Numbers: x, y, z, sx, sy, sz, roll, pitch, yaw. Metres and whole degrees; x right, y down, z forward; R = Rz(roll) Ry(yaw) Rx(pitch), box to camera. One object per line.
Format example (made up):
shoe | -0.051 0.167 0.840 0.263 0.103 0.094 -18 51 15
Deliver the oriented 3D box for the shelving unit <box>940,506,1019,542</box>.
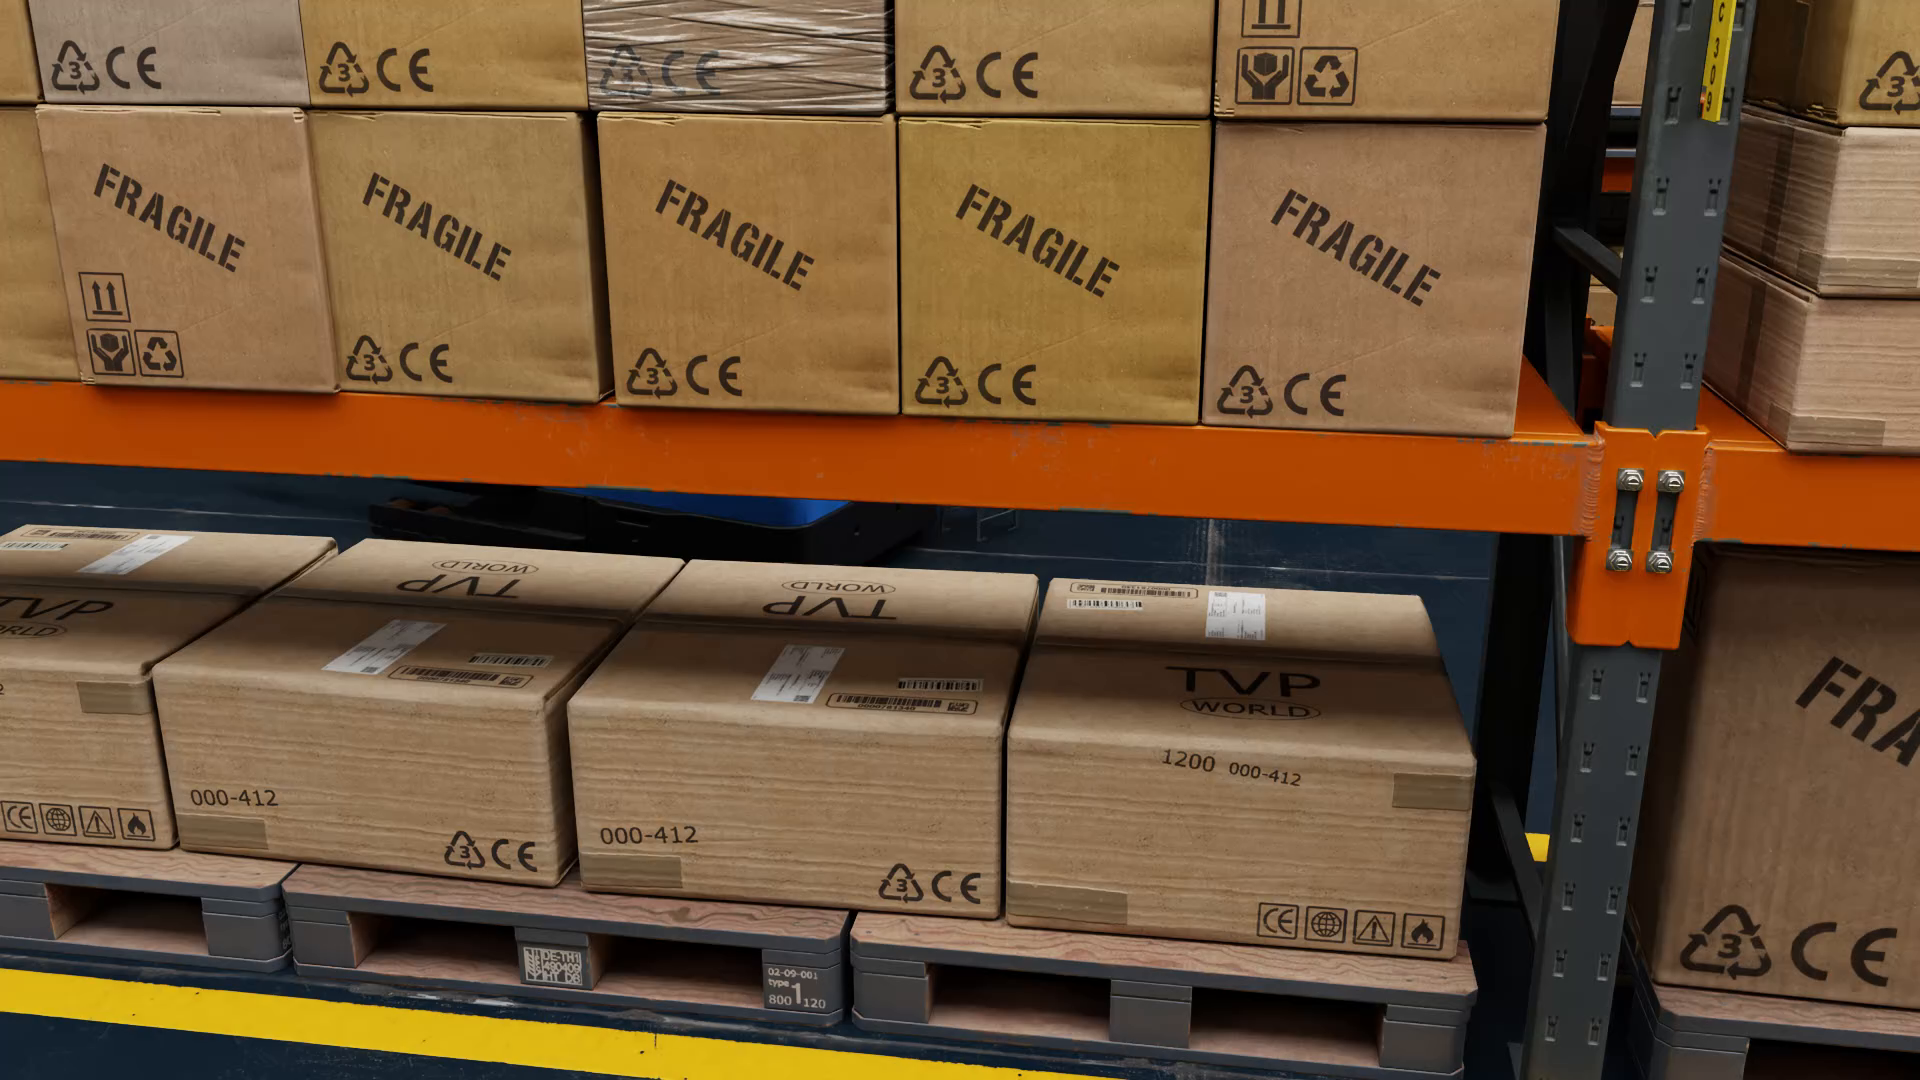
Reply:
shelving unit | 0.076 -0.609 6.231 0.189 1.200 0.258 16 25 40

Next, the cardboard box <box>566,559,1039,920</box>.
cardboard box | -0.298 0.407 3.736 0.875 0.438 0.875 2 19 7

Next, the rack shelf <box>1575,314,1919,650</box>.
rack shelf | 3.163 -0.057 2.880 4.000 0.370 1.077 3 19 9

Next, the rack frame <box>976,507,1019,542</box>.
rack frame | 0.143 -0.589 6.172 0.006 1.200 0.240 16 25 40

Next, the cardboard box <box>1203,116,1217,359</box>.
cardboard box | 0.767 -0.652 3.367 0.500 0.500 0.500 4 19 10

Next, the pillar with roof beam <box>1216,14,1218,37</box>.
pillar with roof beam | 0.745 -3.868 3.681 0.400 9.000 9.100 3 19 9

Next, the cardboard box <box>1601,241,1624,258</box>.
cardboard box | 3.098 -1.266 7.614 0.250 0.149 0.380 3 19 8

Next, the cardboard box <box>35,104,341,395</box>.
cardboard box | -1.329 -0.586 3.169 0.500 0.500 0.500 3 19 8

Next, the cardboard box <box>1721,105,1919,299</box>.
cardboard box | 1.578 -0.554 2.681 0.500 0.250 0.500 2 19 7

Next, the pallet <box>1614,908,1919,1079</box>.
pallet | 1.963 0.839 3.464 1.213 0.211 1.003 3 19 9

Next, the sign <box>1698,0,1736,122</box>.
sign | 1.102 -0.773 2.397 0.005 0.325 0.100 3 19 9

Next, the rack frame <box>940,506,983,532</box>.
rack frame | 0.009 -0.628 6.290 0.006 1.200 0.240 16 25 40

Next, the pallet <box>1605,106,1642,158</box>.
pallet | 2.744 -1.889 7.523 1.213 0.211 1.003 3 19 9

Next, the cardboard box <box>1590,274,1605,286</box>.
cardboard box | 2.825 -1.275 7.642 0.250 0.149 0.380 2 19 6

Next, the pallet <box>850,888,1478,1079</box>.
pallet | 0.450 0.761 3.697 1.213 0.211 1.003 3 19 9

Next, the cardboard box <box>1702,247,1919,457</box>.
cardboard box | 1.581 -0.323 2.778 0.500 0.250 0.500 2 19 7

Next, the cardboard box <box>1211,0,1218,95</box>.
cardboard box | 0.259 -1.148 3.273 0.500 0.500 0.500 3 19 8

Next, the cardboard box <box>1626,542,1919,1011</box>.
cardboard box | 1.814 0.316 3.319 0.875 0.875 0.875 4 19 10

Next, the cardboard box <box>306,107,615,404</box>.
cardboard box | -0.832 -0.566 3.109 0.500 0.500 0.500 4 19 10

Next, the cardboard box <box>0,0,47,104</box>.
cardboard box | -1.821 -1.085 3.084 0.500 0.500 0.500 2 19 7

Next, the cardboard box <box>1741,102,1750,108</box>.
cardboard box | 1.663 -0.719 3.173 0.500 0.250 0.500 3 19 9

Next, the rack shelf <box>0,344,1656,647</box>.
rack shelf | -0.786 -0.258 3.482 4.000 0.370 1.077 3 19 9

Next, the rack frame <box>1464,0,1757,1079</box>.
rack frame | 1.189 -0.499 3.067 0.127 3.000 1.000 3 19 9

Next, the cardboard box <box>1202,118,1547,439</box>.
cardboard box | 0.690 -0.490 2.882 0.500 0.500 0.500 3 19 9

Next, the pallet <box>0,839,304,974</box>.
pallet | -1.959 0.638 4.064 1.213 0.211 1.003 3 19 9

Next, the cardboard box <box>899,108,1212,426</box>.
cardboard box | 0.181 -0.514 2.954 0.500 0.500 0.500 2 19 7

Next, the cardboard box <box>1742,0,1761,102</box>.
cardboard box | 1.670 -1.077 3.060 0.500 0.500 0.500 4 19 10

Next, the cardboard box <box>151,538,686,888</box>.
cardboard box | -1.188 0.361 3.873 0.875 0.438 0.875 3 19 10

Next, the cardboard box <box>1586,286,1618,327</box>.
cardboard box | 2.942 -0.949 7.691 0.500 0.500 0.500 3 19 8

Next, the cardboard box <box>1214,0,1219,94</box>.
cardboard box | 0.757 -1.120 3.191 0.500 0.500 0.500 3 19 9

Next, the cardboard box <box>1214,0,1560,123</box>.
cardboard box | 0.679 -0.958 2.705 0.500 0.500 0.500 3 19 8

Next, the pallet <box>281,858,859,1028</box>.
pallet | -0.758 0.700 3.878 1.213 0.211 1.003 3 19 9

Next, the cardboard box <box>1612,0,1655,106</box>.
cardboard box | 2.926 -2.180 7.273 0.500 0.500 0.700 3 19 9

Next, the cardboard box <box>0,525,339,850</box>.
cardboard box | -2.093 0.317 4.003 0.875 0.438 0.875 2 19 7

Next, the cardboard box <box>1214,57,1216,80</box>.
cardboard box | 0.934 -2.094 7.602 0.500 0.250 0.500 3 19 9

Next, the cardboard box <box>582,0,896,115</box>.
cardboard box | -0.325 -1.009 2.857 0.500 0.500 0.500 3 19 9

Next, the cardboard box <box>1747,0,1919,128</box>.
cardboard box | 1.578 -0.908 2.557 0.500 0.500 0.500 3 19 9

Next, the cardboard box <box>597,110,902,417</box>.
cardboard box | -0.317 -0.535 3.016 0.500 0.500 0.500 3 19 8

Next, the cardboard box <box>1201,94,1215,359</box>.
cardboard box | 0.271 -0.679 3.446 0.500 0.500 0.500 3 19 9

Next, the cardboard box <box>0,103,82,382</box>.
cardboard box | -1.828 -0.617 3.262 0.500 0.500 0.500 3 19 8

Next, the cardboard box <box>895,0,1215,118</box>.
cardboard box | 0.179 -0.986 2.789 0.500 0.500 0.500 3 19 8

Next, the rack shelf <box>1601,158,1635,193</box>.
rack shelf | 3.947 -1.612 7.529 4.000 0.370 1.077 3 19 9

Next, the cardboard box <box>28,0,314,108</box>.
cardboard box | -1.311 -1.061 3.014 0.500 0.500 0.500 3 19 8

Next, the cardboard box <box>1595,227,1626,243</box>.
cardboard box | 3.140 -1.422 8.080 0.250 0.149 0.380 2 19 6

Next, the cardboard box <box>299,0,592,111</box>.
cardboard box | -0.818 -1.036 2.940 0.500 0.500 0.500 3 19 9

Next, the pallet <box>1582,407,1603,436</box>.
pallet | 2.781 -0.703 8.071 1.213 0.211 1.003 3 19 9

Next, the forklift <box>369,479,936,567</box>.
forklift | -1.642 -1.485 6.122 3.031 2.935 1.130 9 21 25

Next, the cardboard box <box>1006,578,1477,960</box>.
cardboard box | 0.586 0.452 3.602 0.875 0.438 0.875 3 19 8
